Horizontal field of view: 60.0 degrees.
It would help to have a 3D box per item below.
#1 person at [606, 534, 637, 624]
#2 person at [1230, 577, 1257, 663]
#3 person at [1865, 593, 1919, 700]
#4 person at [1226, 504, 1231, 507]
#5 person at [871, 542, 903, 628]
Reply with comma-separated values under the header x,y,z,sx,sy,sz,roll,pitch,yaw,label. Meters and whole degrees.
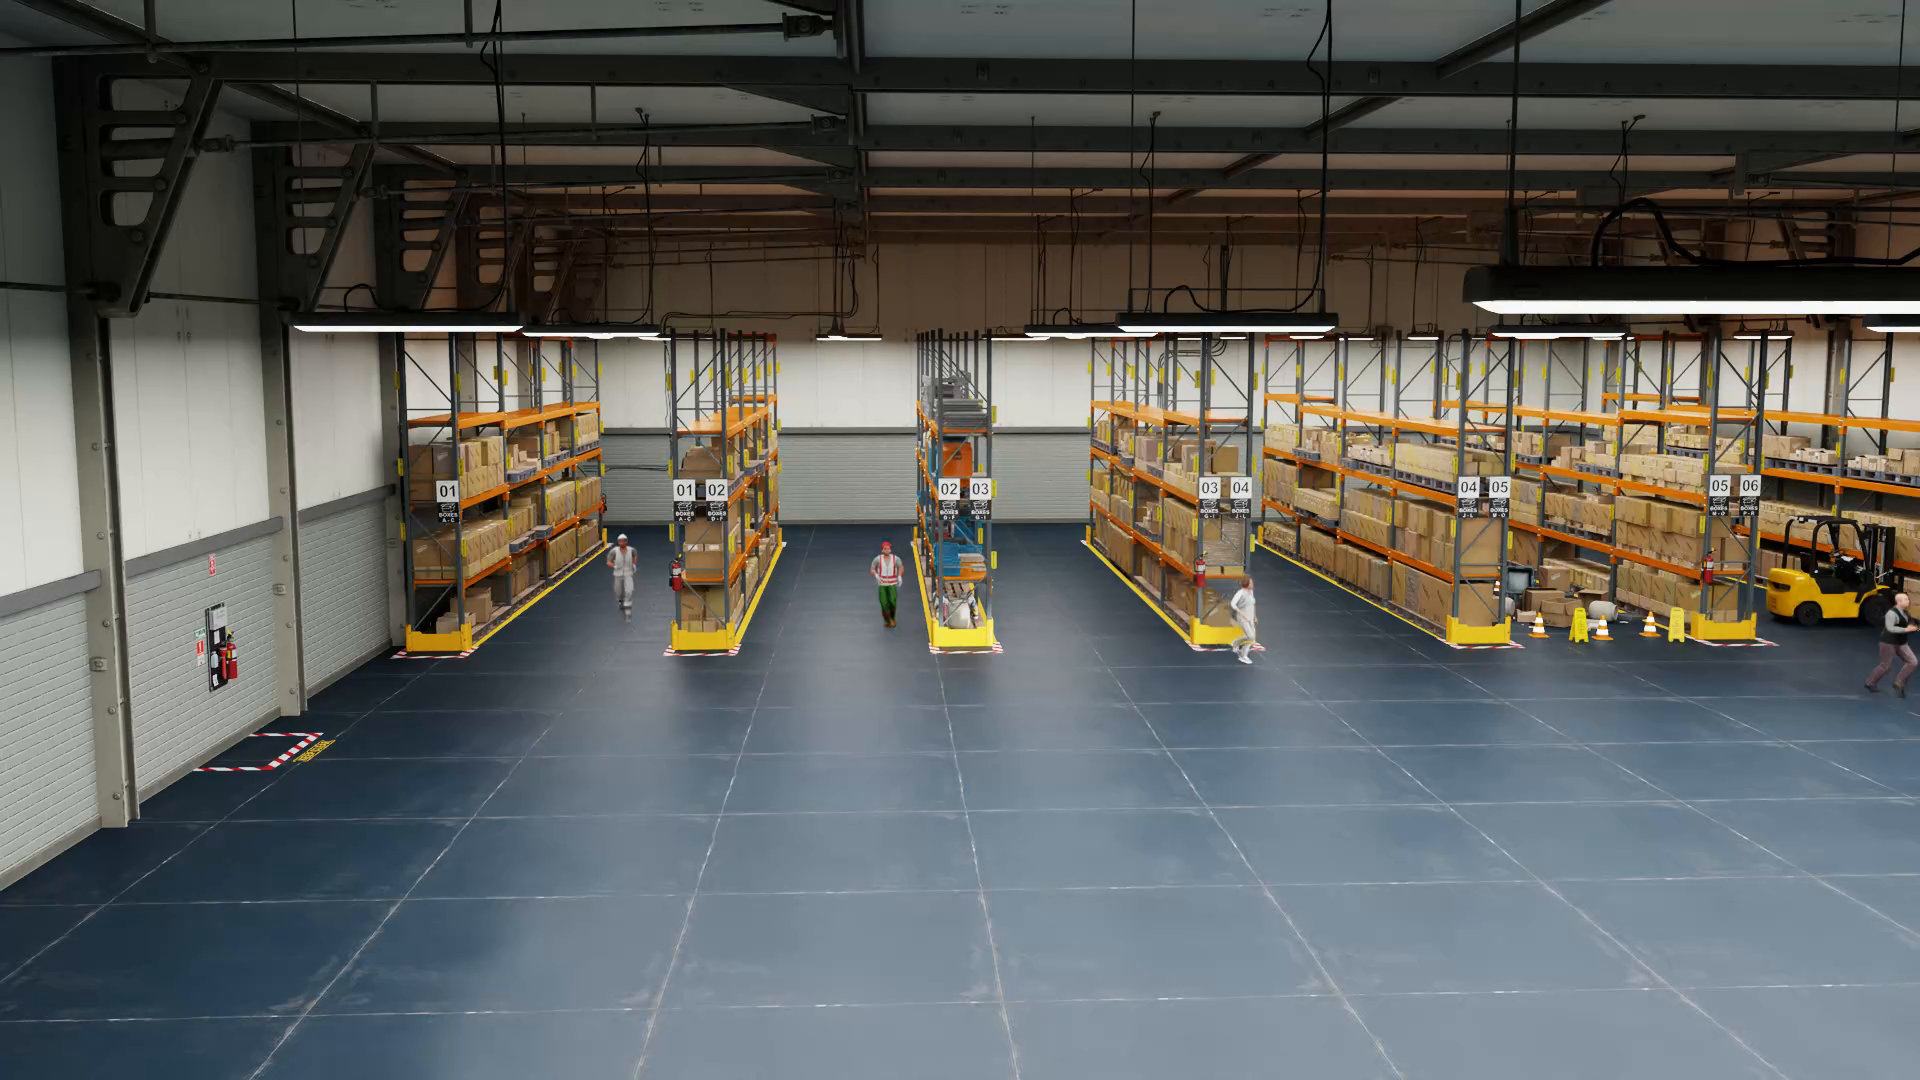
x,y,z,sx,sy,sz,roll,pitch,yaw,label
-7.028,0.771,34.570,0.621,1.801,1.143,-1,7,-11,person
5.140,1.435,30.004,0.572,1.567,0.488,-6,9,-42,person
15.111,1.709,26.917,0.680,1.734,0.824,-4,8,-33,person
7.464,-0.658,46.992,0.653,1.666,0.807,1,7,10,person
-1.472,0.912,33.401,0.648,1.759,0.640,0,7,-1,person
